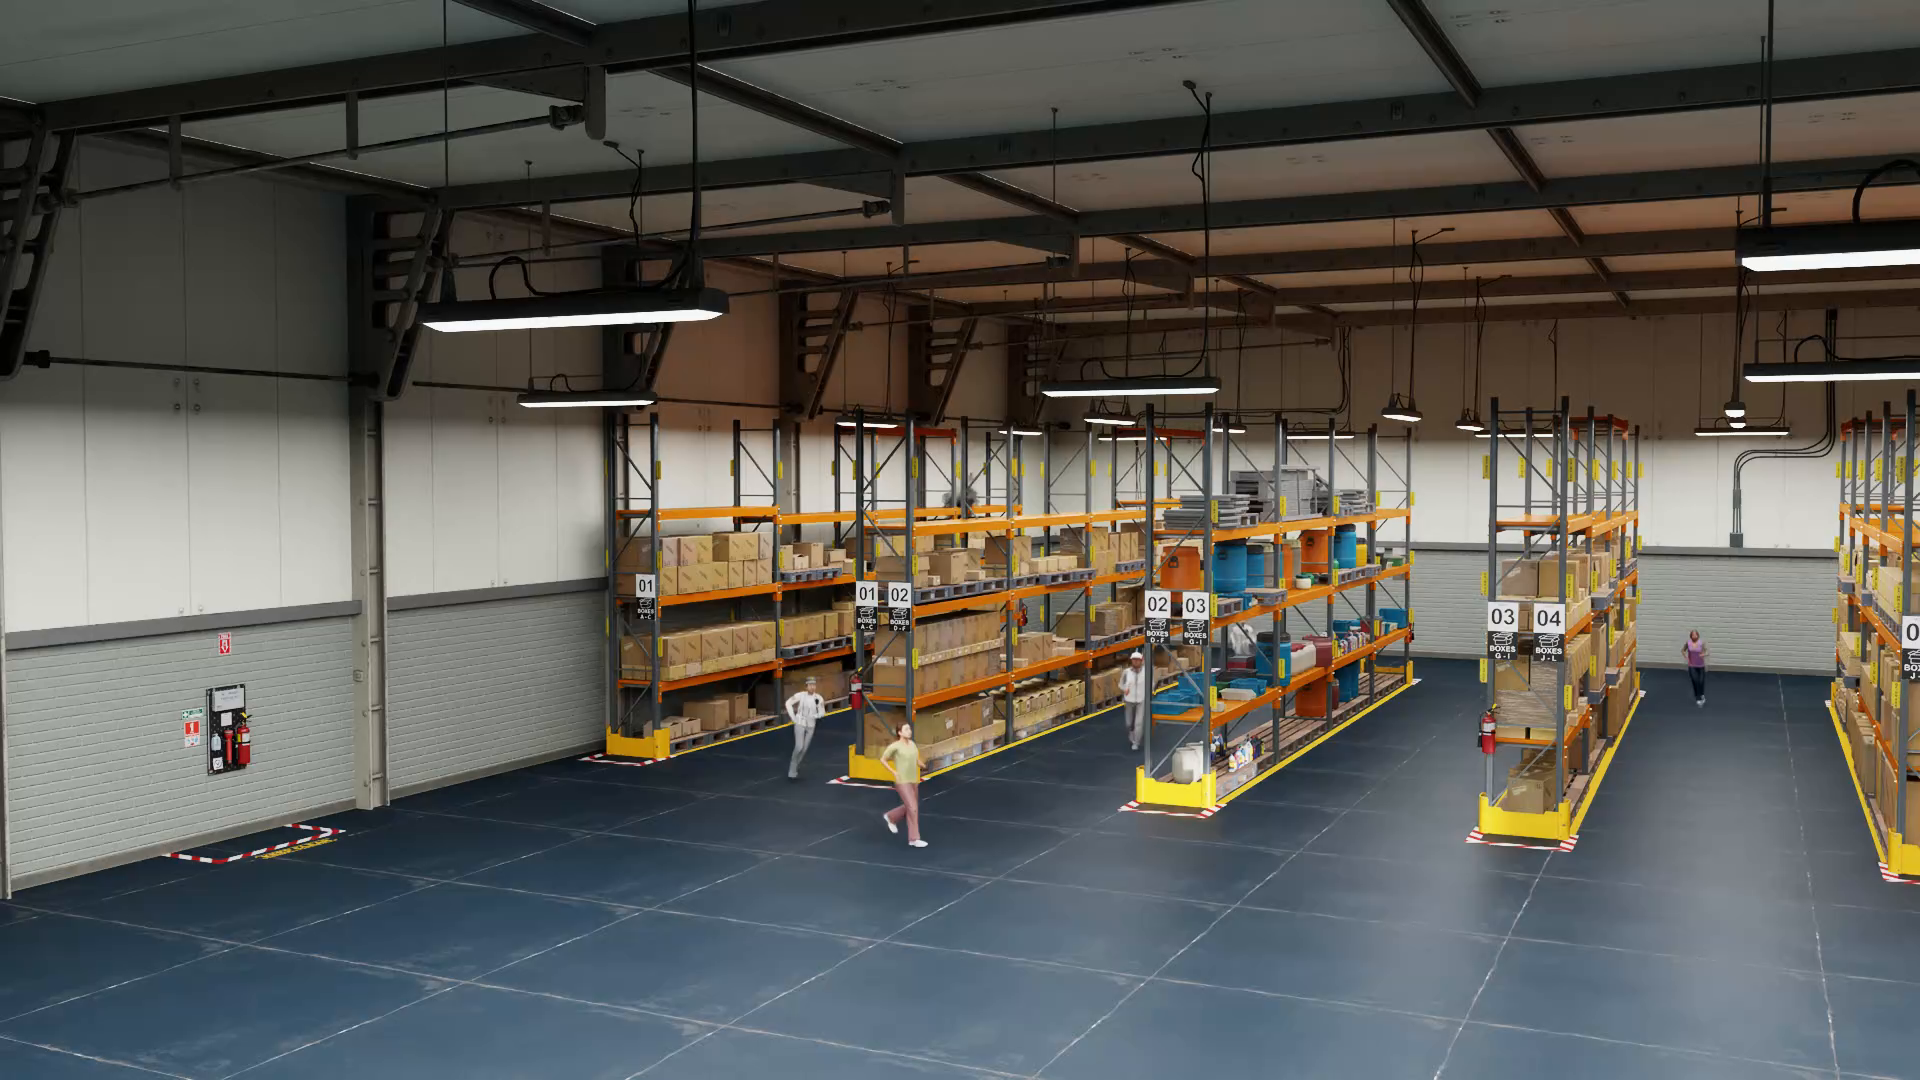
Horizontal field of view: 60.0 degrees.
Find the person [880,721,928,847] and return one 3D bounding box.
[{"bbox_3d":[-0.749,3.256,22.231,0.859,1.608,0.590,2,3,43],"label":"person"}]

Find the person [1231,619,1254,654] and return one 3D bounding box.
[{"bbox_3d":[6.608,2.536,38.959,0.532,1.662,0.755,1,2,12],"label":"person"}]

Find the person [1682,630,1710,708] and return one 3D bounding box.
[{"bbox_3d":[15.664,2.713,35.403,0.545,1.616,0.794,1,3,21],"label":"person"}]

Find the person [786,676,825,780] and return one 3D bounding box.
[{"bbox_3d":[-2.503,3.041,27.029,0.601,1.684,0.612,-1,3,-21],"label":"person"}]

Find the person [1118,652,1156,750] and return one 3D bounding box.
[{"bbox_3d":[3.174,2.874,29.858,0.664,1.736,0.720,0,2,10],"label":"person"}]
